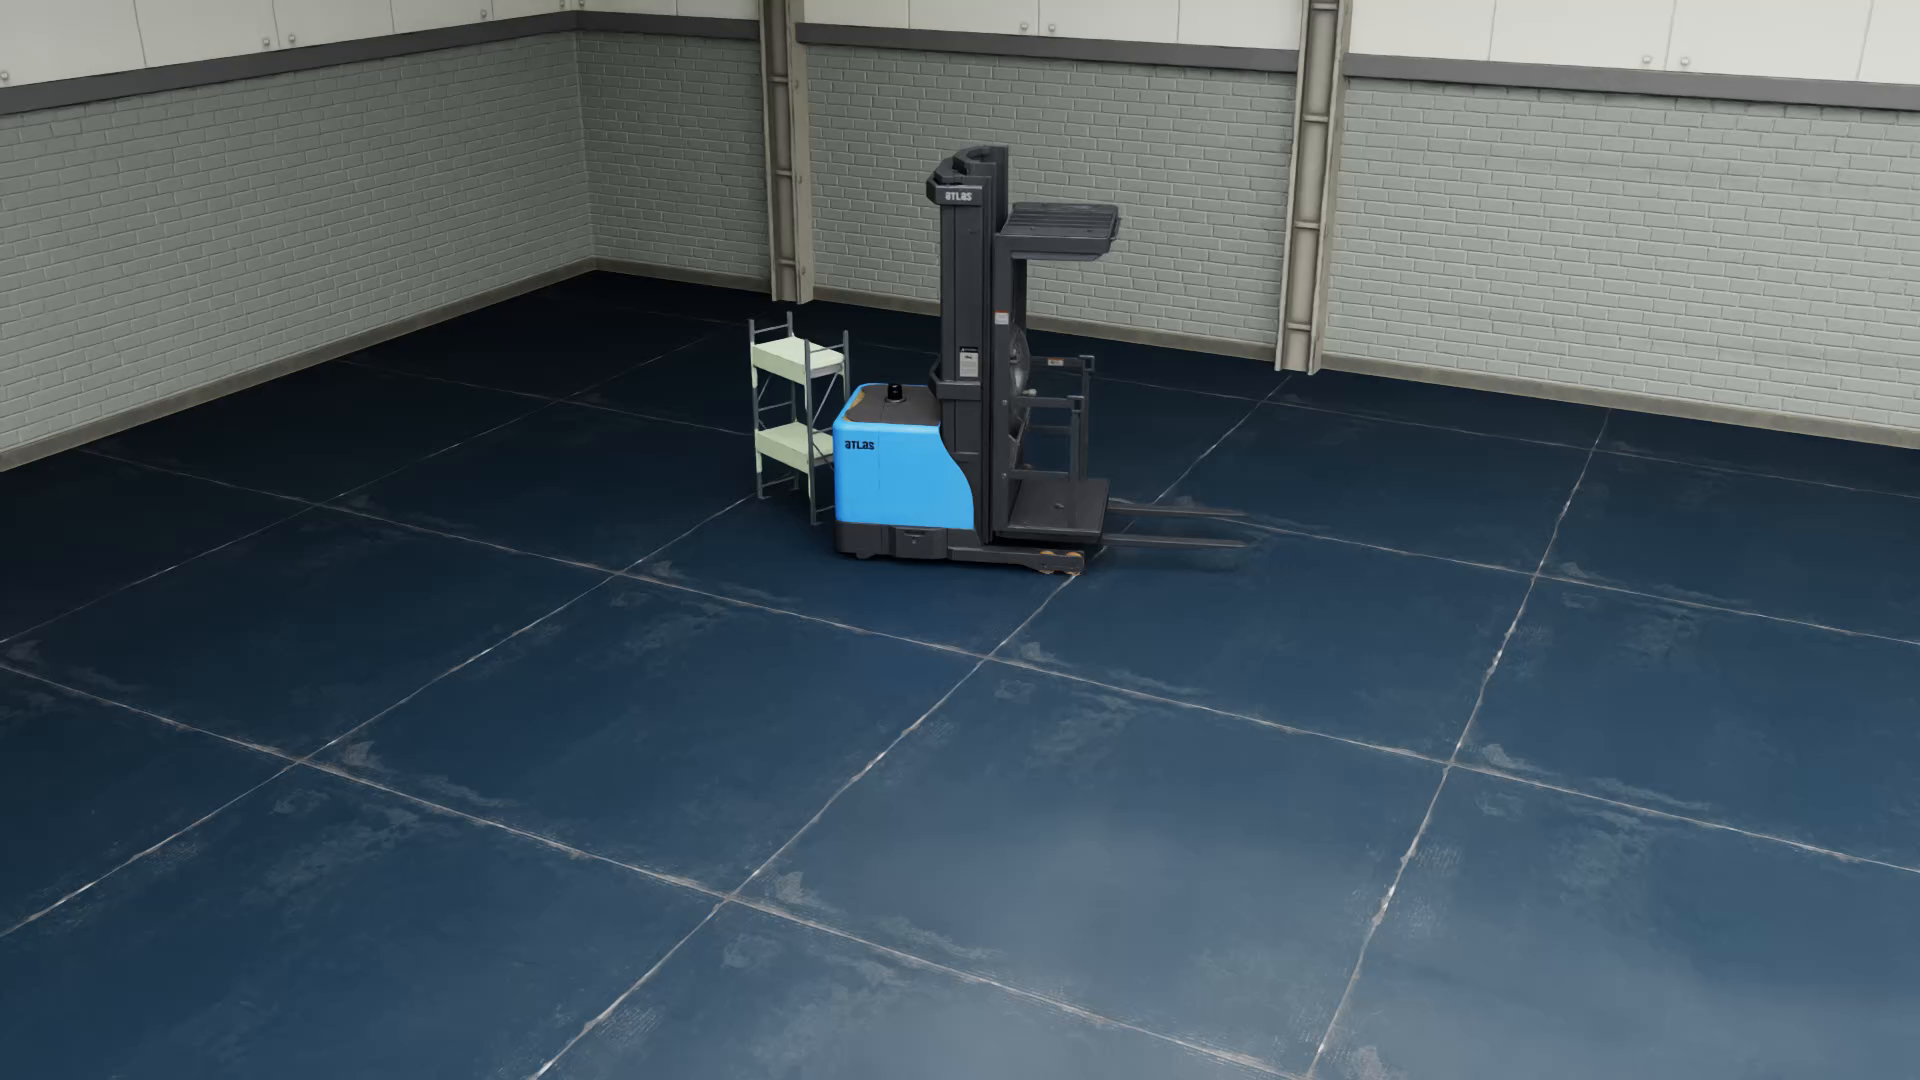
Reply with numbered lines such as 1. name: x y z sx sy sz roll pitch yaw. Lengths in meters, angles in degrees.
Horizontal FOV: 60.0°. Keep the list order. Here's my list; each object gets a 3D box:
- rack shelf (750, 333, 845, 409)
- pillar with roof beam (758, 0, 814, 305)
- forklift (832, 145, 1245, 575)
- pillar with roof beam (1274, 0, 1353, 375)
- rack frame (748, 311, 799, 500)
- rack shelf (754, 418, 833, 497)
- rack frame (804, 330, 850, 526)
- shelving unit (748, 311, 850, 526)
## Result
1. rack shelf: -1.250 -1.322 12.946 0.431 0.370 0.720 -19 29 -37
2. pillar with roof beam: -3.880 -5.430 14.019 0.400 9.000 9.100 11 25 25
3. forklift: 0.620 -1.313 12.092 3.031 2.935 1.130 3 23 8
4. pillar with roof beam: 1.474 -4.370 11.528 0.400 9.000 9.100 11 25 25
5. rack frame: -1.490 -1.071 13.353 0.400 1.500 0.023 -19 29 -37
6. rack shelf: -1.250 -0.663 13.226 0.431 0.370 0.720 -19 29 -37
7. rack frame: -1.009 -0.855 12.845 0.400 1.500 0.023 -19 29 -37
8. shelving unit: -1.250 -0.963 13.099 0.431 1.500 0.755 -19 29 -37
